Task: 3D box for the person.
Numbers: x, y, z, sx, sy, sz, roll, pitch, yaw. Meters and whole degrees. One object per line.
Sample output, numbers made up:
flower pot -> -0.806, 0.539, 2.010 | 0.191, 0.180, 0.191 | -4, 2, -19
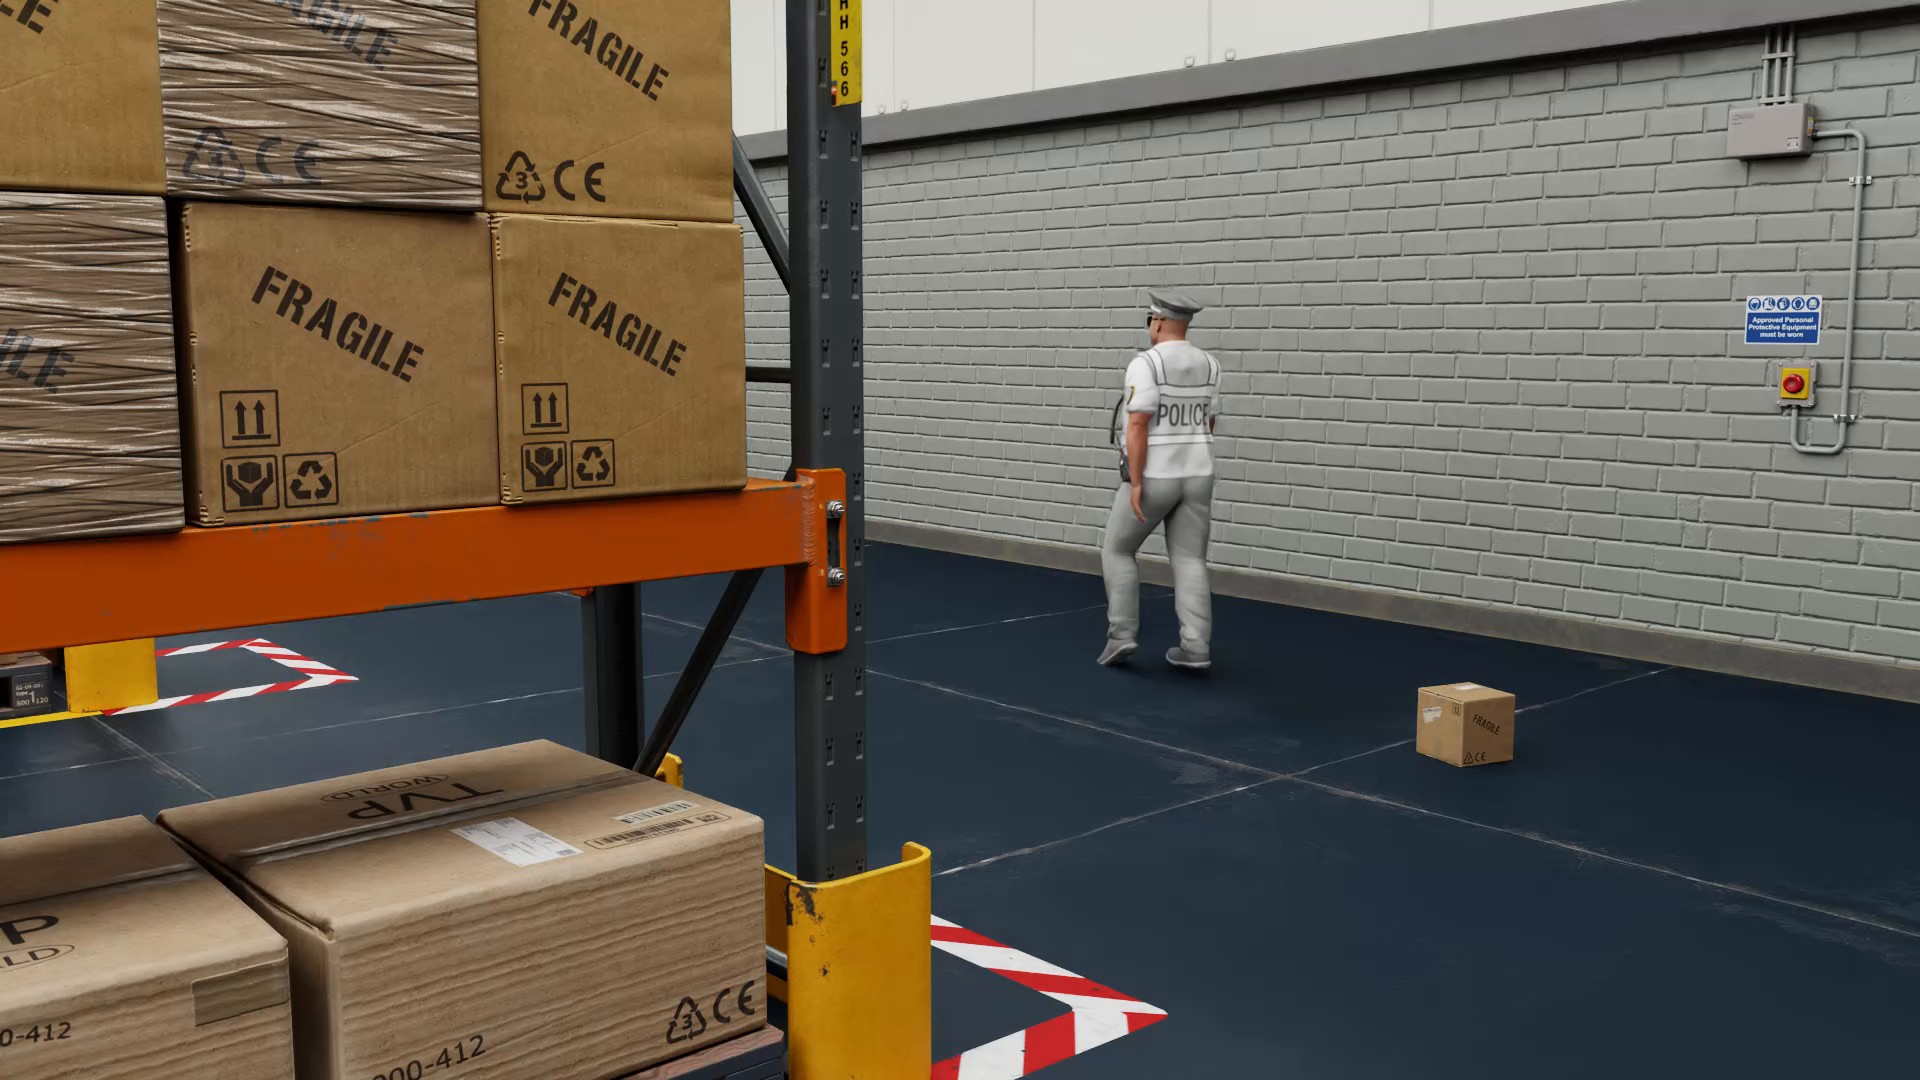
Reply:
person -> 0.951, -0.249, 7.768 | 0.548, 1.841, 0.628 | -4, 8, -25
